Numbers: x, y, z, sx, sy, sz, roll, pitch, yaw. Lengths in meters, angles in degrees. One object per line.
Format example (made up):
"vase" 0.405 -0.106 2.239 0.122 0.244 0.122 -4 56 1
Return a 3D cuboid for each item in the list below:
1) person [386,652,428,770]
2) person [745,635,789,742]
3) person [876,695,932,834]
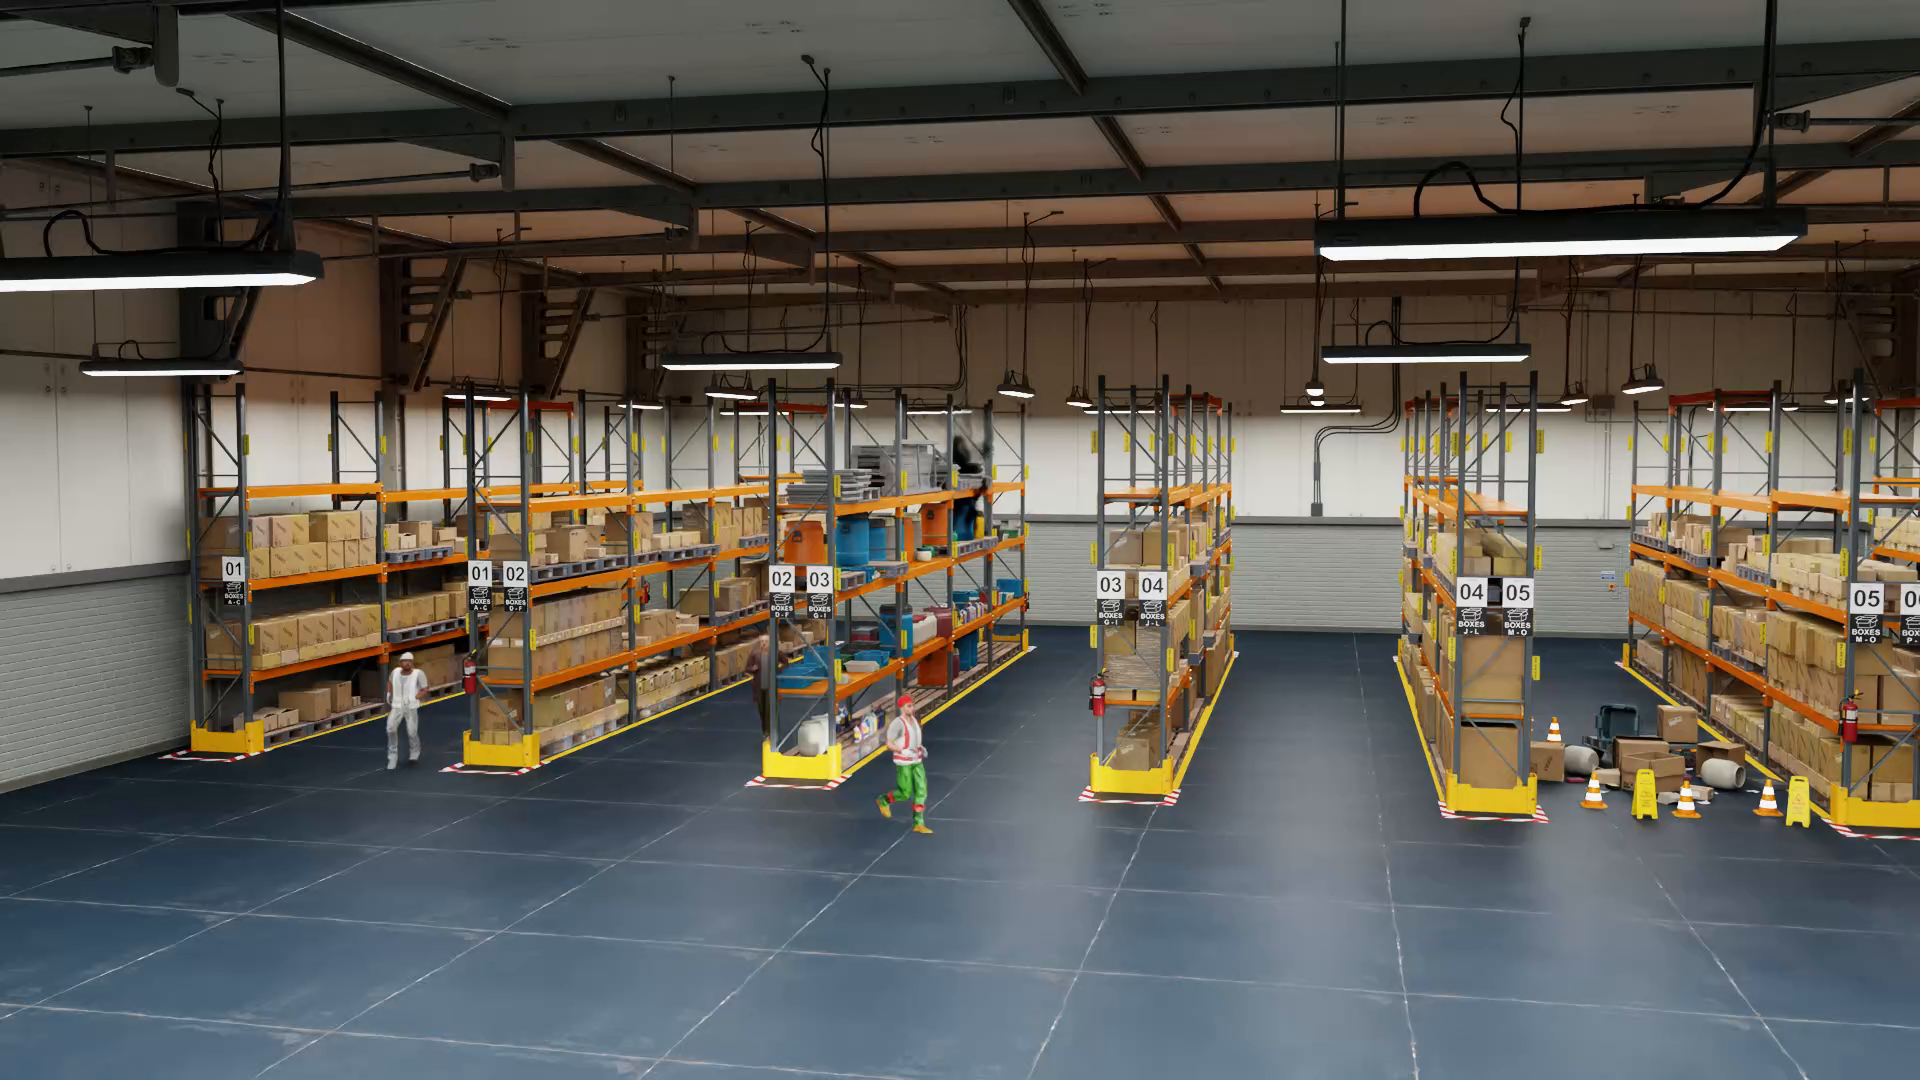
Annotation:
"person" -8.615 2.645 25.907 0.660 1.813 0.724 0 3 -2
"person" -3.259 2.548 27.927 0.685 1.743 0.831 0 3 6
"person" -0.691 2.885 21.538 0.880 1.769 0.655 3 4 40
